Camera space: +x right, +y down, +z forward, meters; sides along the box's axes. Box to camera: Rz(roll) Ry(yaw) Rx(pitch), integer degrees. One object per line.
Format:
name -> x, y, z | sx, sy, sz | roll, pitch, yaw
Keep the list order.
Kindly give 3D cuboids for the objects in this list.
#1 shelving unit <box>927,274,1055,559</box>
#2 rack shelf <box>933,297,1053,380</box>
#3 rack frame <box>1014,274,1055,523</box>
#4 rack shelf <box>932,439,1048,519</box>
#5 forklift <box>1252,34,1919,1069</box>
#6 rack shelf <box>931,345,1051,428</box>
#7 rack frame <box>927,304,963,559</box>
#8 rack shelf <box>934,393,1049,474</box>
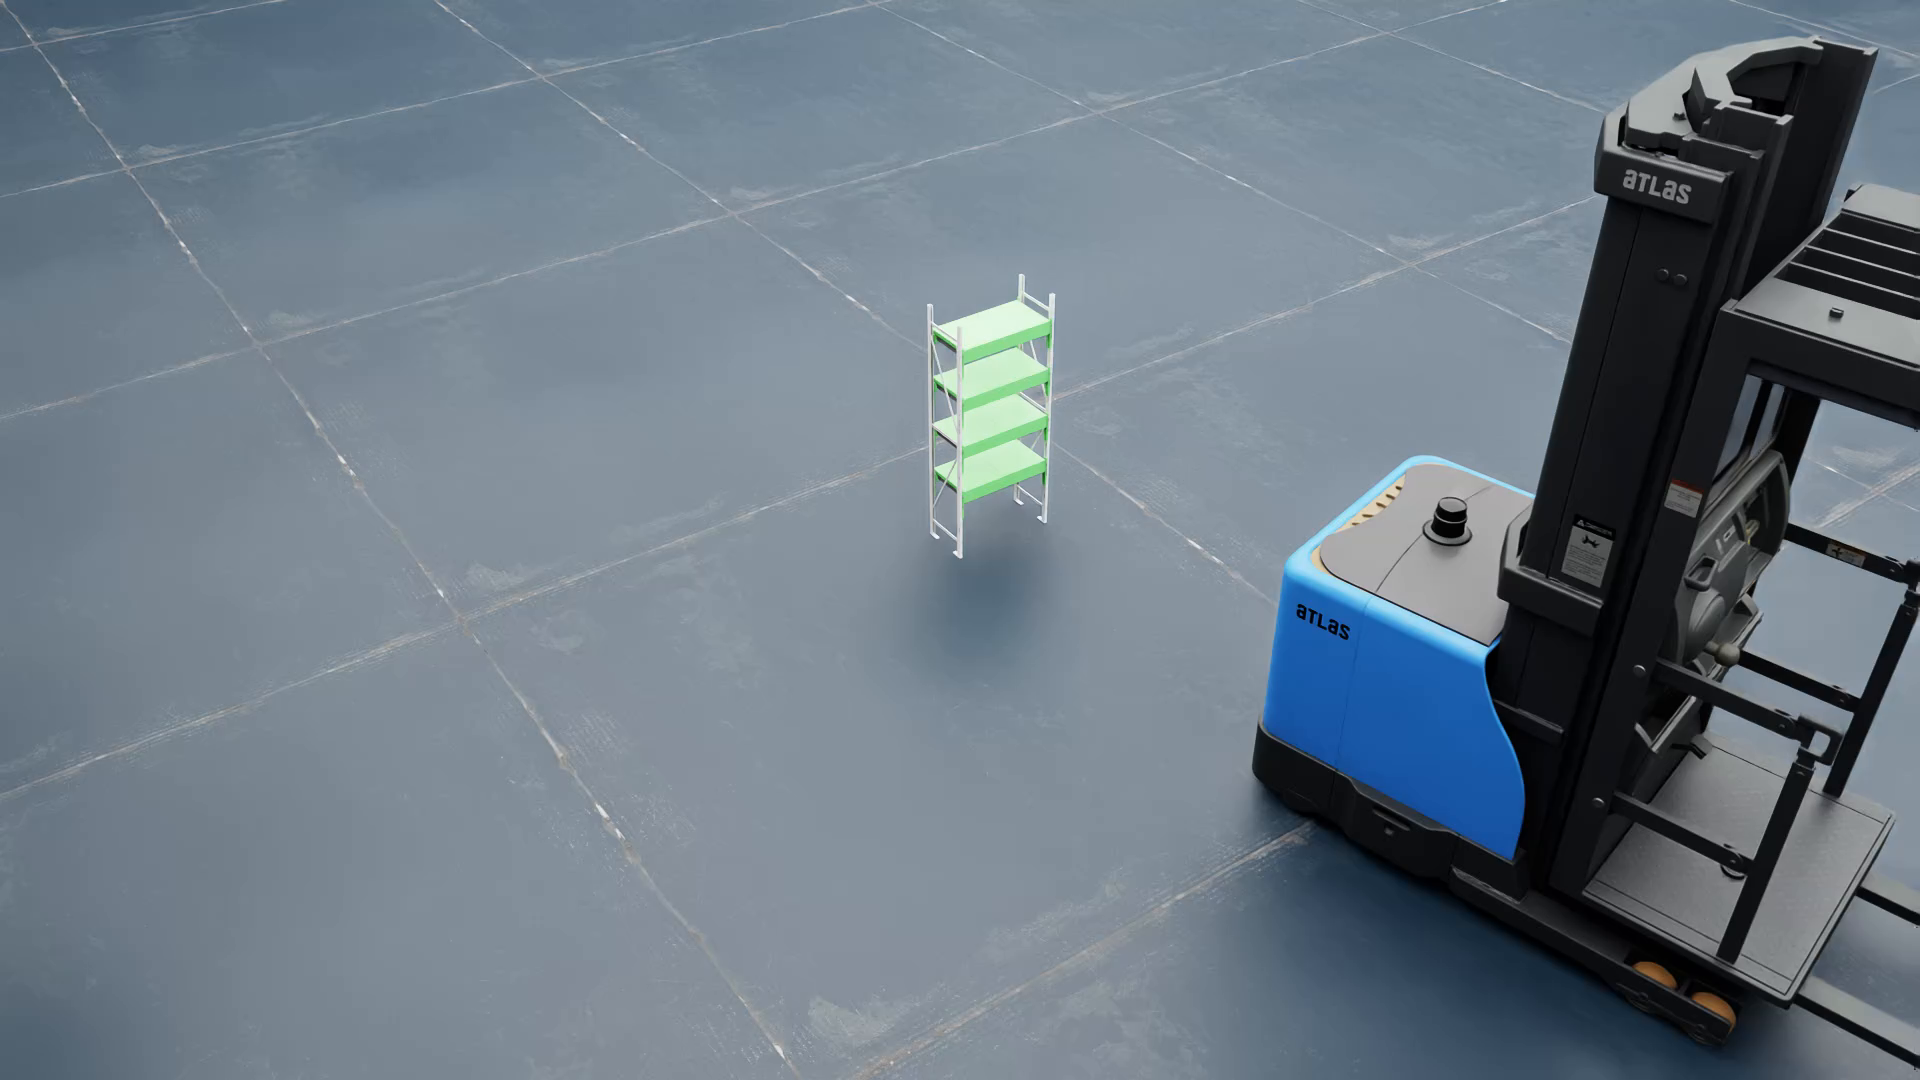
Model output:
shelving unit -> 0.135, -0.543, 7.477 | 0.503, 1.200, 0.258 | -22, 41, -28
rack shelf -> 0.135, -0.881, 7.234 | 0.480, 0.148, 0.258 | -22, 41, -28
rack frame -> 0.335, -0.625, 7.591 | 0.015, 1.200, 0.240 | -22, 41, -28
rack shelf -> 0.135, -0.296, 7.655 | 0.480, 0.148, 0.258 | -22, 41, -28
forklift -> 2.564, 0.111, 5.085 | 3.031, 2.935, 1.130 | 27, 44, 32
rack shelf -> 0.135, -0.686, 7.374 | 0.480, 0.148, 0.258 | -22, 41, -28
rack frame -> -0.064, -0.461, 7.363 | 0.015, 1.200, 0.240 | -22, 41, -28
rack shelf -> 0.135, -0.491, 7.514 | 0.480, 0.148, 0.258 | -22, 41, -28
